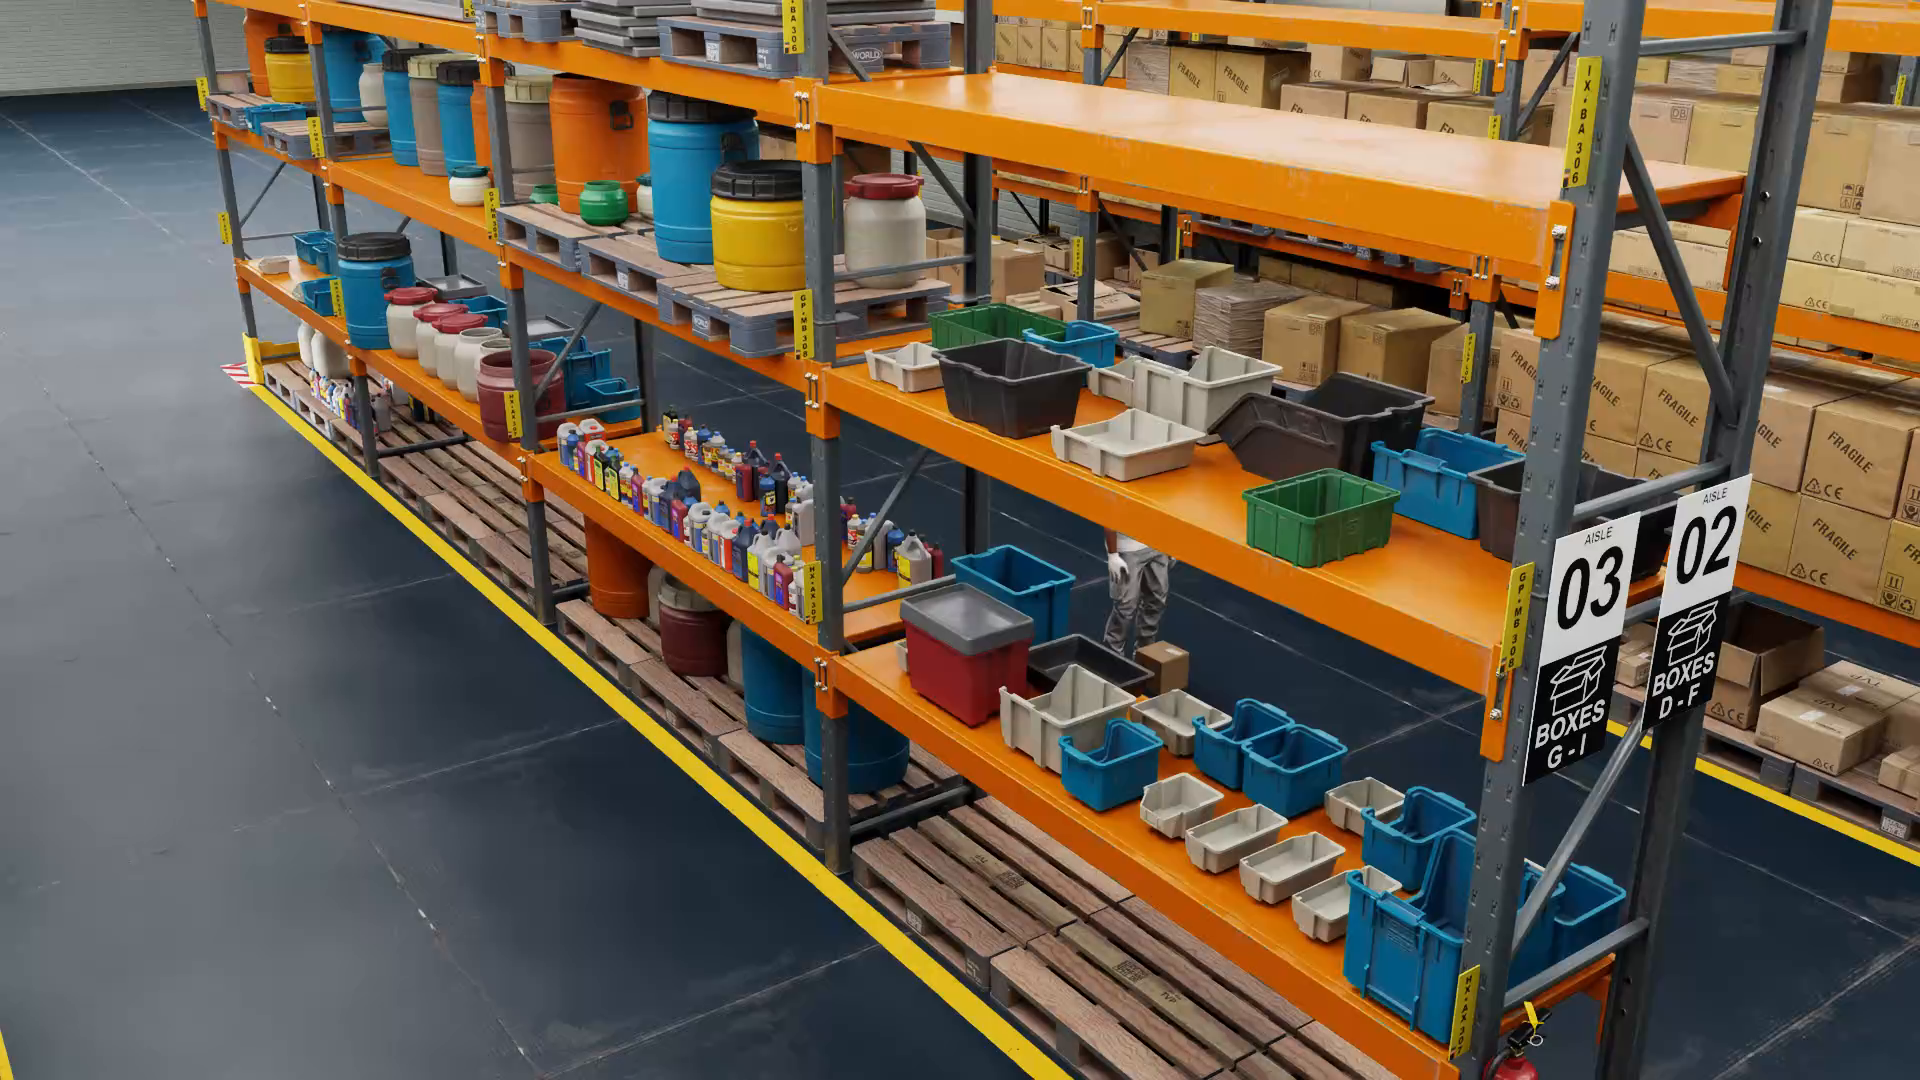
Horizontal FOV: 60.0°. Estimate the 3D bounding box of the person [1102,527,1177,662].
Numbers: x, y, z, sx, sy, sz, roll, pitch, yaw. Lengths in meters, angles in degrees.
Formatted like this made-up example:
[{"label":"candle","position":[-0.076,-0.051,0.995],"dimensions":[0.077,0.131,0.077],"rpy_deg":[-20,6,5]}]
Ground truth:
[{"label":"person","position":[1.194,0.072,10.883],"dimensions":[0.621,1.773,0.449],"rpy_deg":[-16,26,-36]}]
